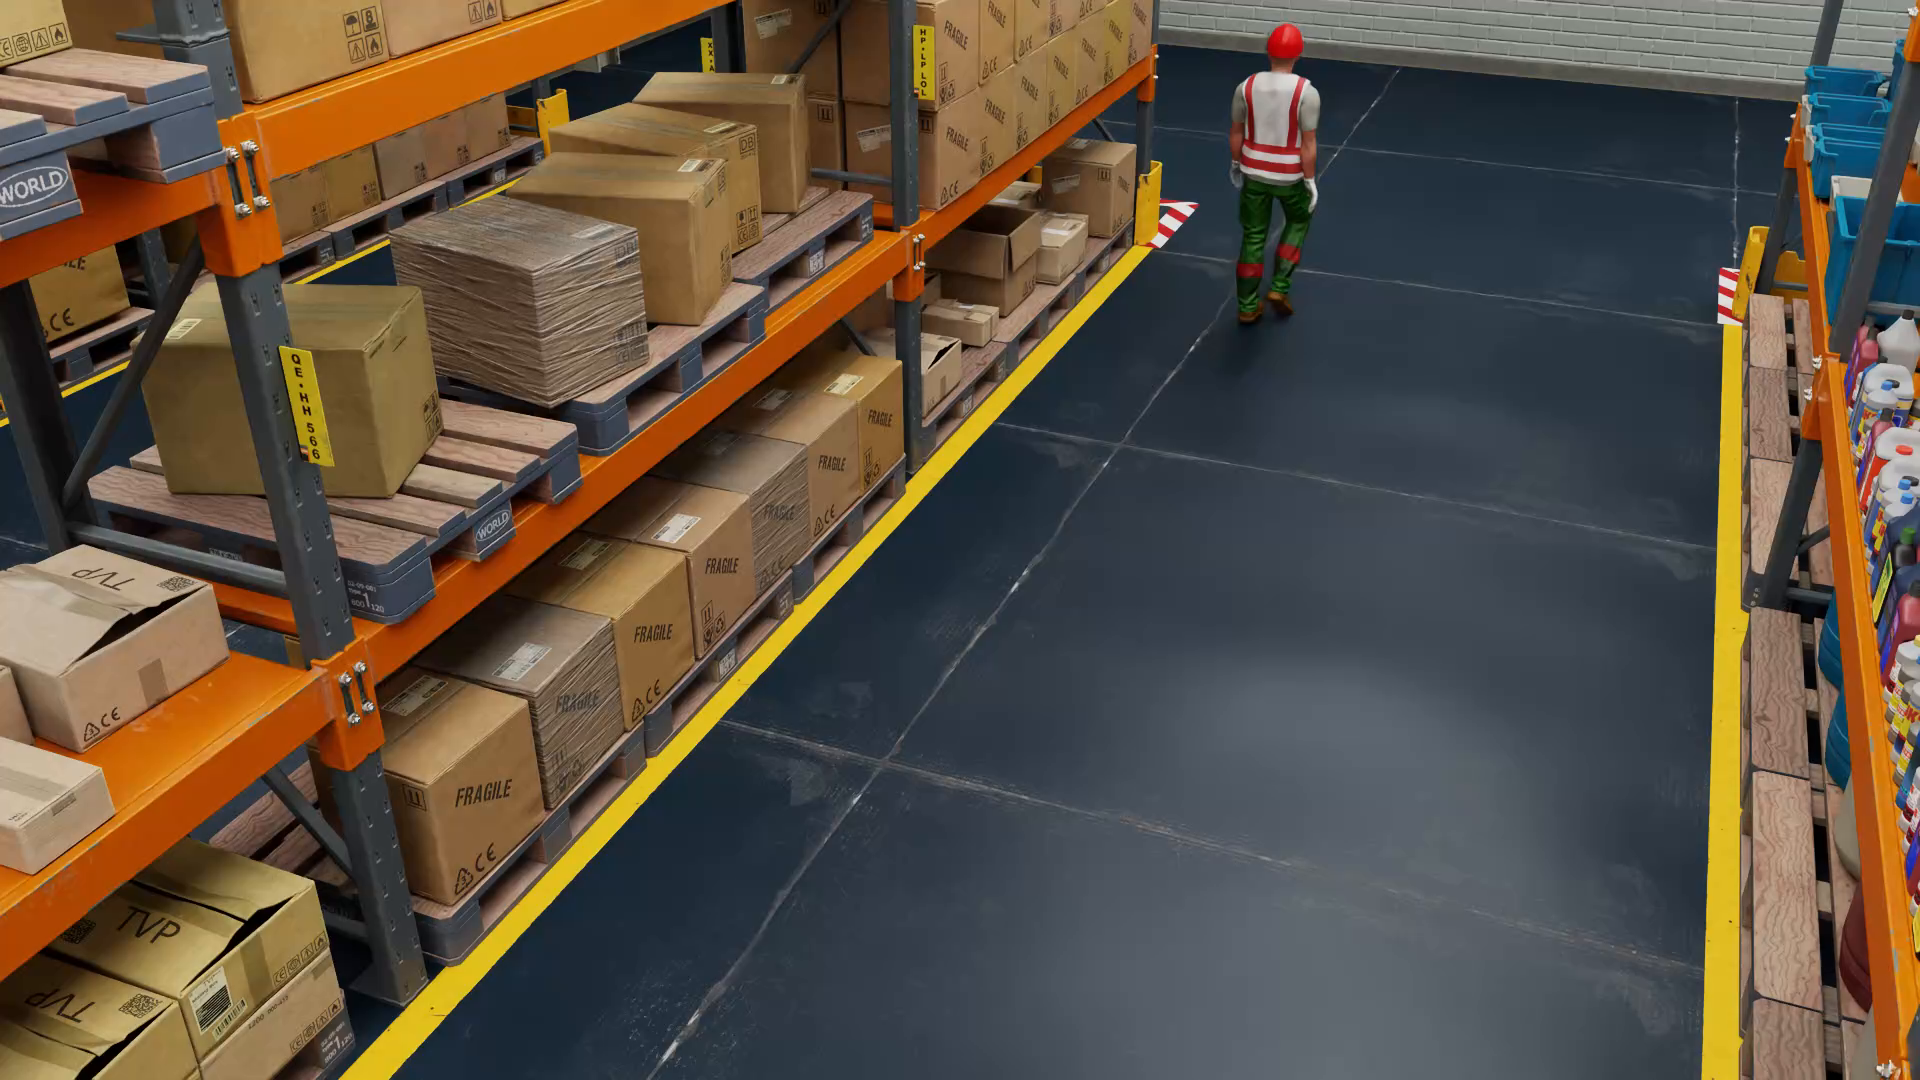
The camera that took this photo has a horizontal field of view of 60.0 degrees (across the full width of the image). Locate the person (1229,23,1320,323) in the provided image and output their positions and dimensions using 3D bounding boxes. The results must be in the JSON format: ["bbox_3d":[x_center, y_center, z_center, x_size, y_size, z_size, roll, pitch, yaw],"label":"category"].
[{"bbox_3d":[1.893,-2.180,9.978,0.588,1.831,0.499,12,32,21],"label":"person"}]
